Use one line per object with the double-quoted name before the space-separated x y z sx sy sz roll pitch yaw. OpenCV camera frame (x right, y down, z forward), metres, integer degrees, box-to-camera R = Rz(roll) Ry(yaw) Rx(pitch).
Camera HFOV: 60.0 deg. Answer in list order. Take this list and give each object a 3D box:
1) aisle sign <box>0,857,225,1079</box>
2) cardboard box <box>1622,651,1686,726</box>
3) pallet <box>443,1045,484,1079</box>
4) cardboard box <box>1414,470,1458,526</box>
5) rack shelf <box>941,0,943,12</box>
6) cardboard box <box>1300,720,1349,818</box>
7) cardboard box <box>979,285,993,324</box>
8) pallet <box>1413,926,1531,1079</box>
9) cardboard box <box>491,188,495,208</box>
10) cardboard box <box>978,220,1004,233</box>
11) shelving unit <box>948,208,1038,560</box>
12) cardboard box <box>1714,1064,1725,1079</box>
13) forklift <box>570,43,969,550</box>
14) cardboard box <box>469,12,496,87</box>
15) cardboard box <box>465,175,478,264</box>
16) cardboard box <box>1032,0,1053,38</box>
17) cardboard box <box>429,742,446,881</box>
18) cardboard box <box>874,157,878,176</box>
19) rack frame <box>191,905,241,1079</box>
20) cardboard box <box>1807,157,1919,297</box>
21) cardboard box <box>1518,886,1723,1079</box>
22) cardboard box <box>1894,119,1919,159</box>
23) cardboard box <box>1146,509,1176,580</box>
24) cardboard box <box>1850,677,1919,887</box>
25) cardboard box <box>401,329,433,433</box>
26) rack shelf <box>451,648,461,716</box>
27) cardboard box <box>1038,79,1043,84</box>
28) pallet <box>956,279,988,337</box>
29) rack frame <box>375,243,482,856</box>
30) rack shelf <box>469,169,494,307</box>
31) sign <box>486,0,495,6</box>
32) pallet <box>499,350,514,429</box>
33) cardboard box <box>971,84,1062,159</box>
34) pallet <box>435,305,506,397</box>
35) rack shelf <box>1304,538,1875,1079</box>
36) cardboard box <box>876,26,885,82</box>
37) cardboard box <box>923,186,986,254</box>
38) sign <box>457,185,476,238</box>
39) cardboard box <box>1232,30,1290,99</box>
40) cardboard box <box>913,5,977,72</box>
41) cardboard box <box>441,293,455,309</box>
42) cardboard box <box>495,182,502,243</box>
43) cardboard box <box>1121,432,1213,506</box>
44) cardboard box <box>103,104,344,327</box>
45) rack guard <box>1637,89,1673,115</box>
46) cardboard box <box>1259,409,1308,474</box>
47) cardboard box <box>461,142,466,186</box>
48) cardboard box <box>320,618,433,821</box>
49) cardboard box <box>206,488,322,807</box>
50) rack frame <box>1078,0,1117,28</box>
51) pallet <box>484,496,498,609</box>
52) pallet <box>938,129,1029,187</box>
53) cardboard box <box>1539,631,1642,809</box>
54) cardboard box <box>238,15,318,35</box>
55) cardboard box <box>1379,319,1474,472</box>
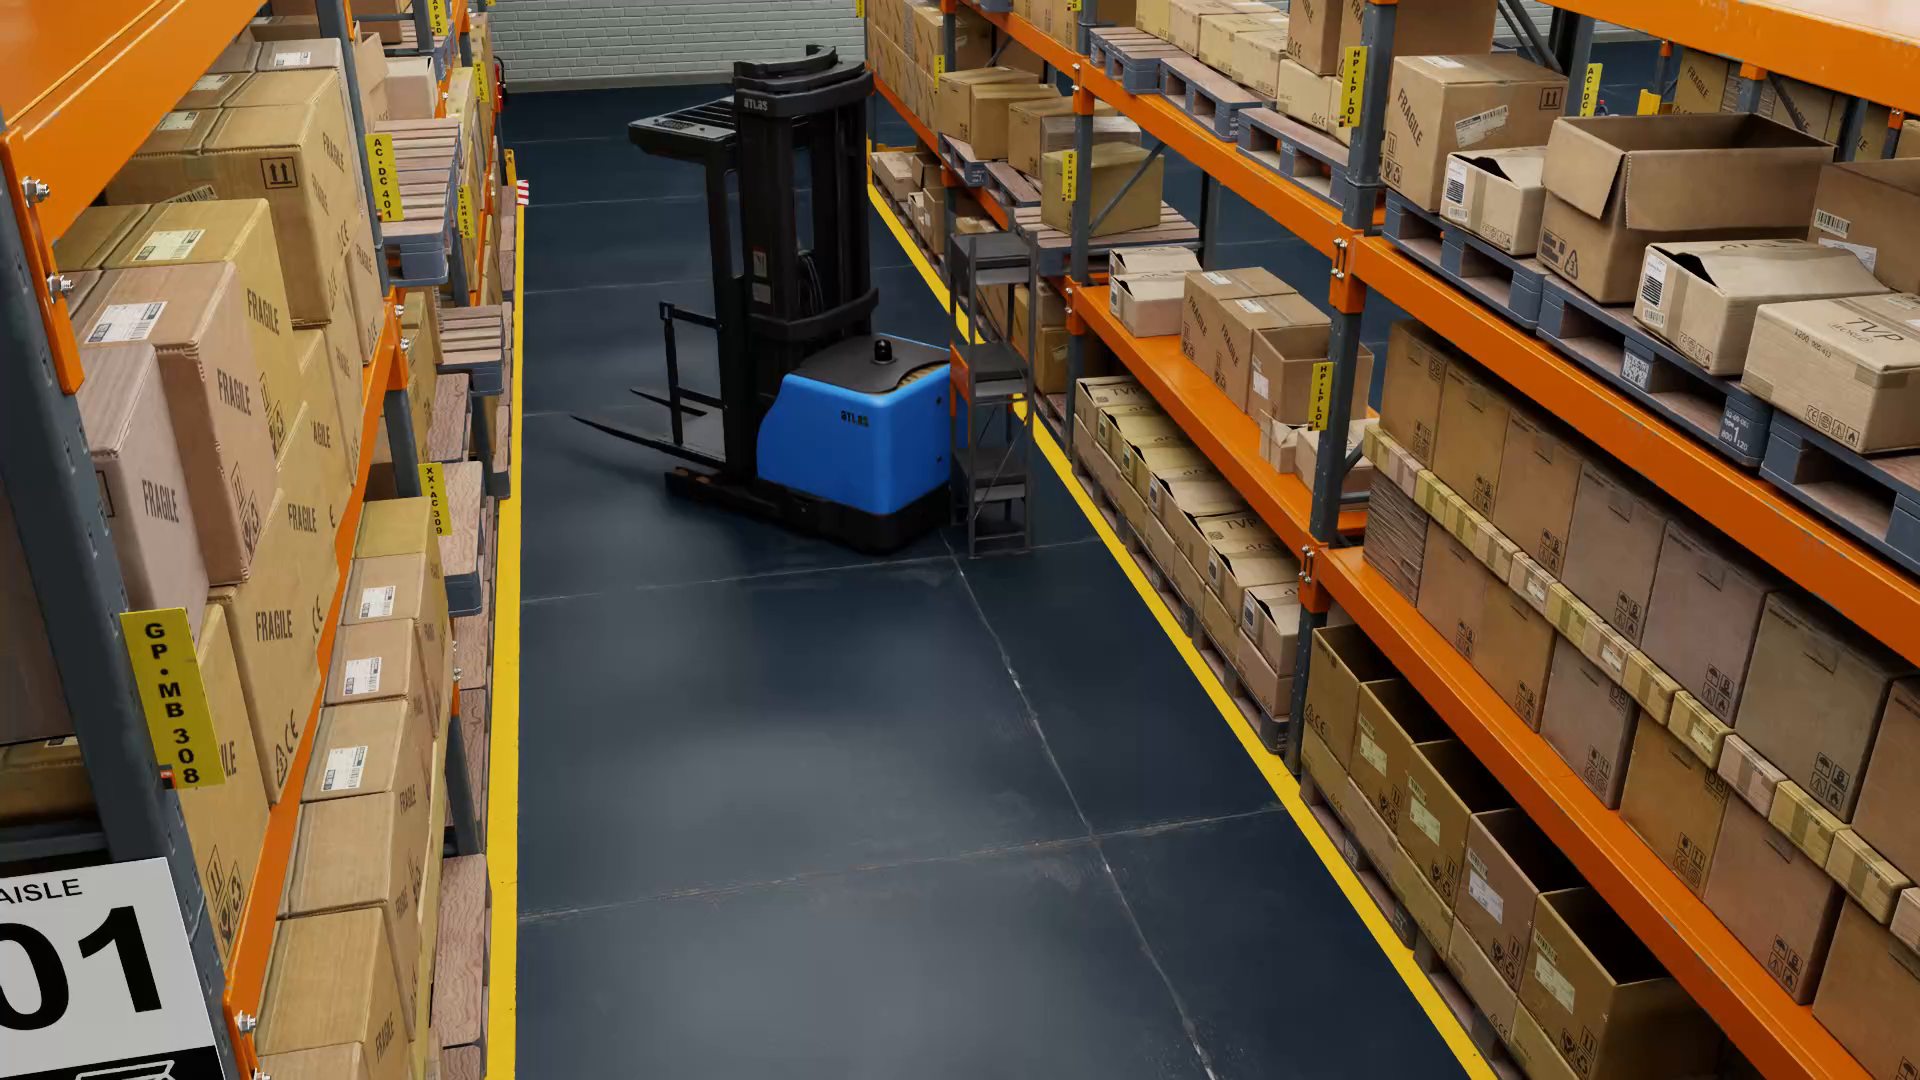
"aisle sign" -1.461 0.879 2.794 0.394 0.787 0.004 -6 27 -12
"cardboard box" 2.491 0.483 5.634 0.380 0.149 0.250 -5 27 -10
"pallet" -2.207 2.355 5.850 1.003 0.211 1.213 -6 27 -12
"cardboard box" 2.143 -0.195 6.977 0.380 0.149 0.250 -7 28 -13
"rack shelf" -0.099 -5.630 16.045 1.077 0.370 4.000 -6 27 -12
"cardboard box" 1.964 1.052 7.922 0.500 0.250 0.500 -6 27 -12
"cardboard box" 0.460 -2.124 13.916 0.500 0.500 0.500 -6 27 -11
"pallet" 2.571 1.913 6.726 1.003 0.211 1.213 -6 27 -12
"cardboard box" -4.442 -3.098 15.148 0.380 0.149 0.250 -5 27 -10
"cardboard box" 0.449 -2.473 13.775 0.500 0.250 0.500 -6 27 -11
"shelving unit" 0.194 -0.940 10.281 0.431 2.100 0.503 -6 27 -12
"cardboard box" 2.923 1.877 6.288 0.500 0.250 0.500 -6 27 -12
"forklift" -1.401 -1.750 10.965 3.031 2.935 1.130 18 32 31
"cardboard box" -5.251 -4.897 16.790 0.980 0.700 0.700 -5 27 -9
"cardboard box" -3.541 -2.130 11.178 0.500 0.500 0.500 -5 27 -10
"cardboard box" 1.007 -3.774 11.458 0.910 0.500 0.500 -6 27 -12
"cardboard box" -2.036 0.956 5.670 0.500 0.250 0.500 -6 27 -12
"cardboard box" -0.734 -4.093 18.187 0.380 0.166 0.250 -6 27 -12
"rack frame" -1.770 2.038 3.382 1.000 3.000 0.127 -6 27 -12
"cardboard box" 2.948 -0.857 5.057 0.500 0.500 0.500 -6 27 -12
"cardboard box" 2.405 1.596 6.012 0.500 0.500 0.500 -6 27 -12
"cardboard box" 10.168 -3.699 16.641 1.225 0.875 0.875 -6 27 -11
"cardboard box" 1.437 -0.005 10.017 0.500 0.250 0.500 -5 27 -11
"cardboard box" 2.951 0.681 4.522 0.700 0.500 0.500 -6 27 -11
"cardboard box" -3.050 -0.717 8.243 0.700 0.500 0.500 -2 27 -5
"rack shelf" -2.220 1.482 5.284 1.077 0.370 4.000 -6 27 -12
"cardboard box" 0.502 -4.030 15.295 0.500 0.500 0.500 -5 27 -10
"pallet" 0.572 -2.136 14.748 1.003 0.211 1.213 -6 27 -12
"rack frame" -2.671 0.282 6.861 1.000 3.000 0.127 -6 27 -12
"rack shelf" -4.023 -2.030 12.242 1.077 0.370 4.000 -6 27 -12
"sign" -4.843 -5.657 17.081 0.100 0.325 0.005 -6 27 -12
"pallet" -3.948 -1.117 12.729 1.003 0.211 1.213 -6 27 -12
"cardboard box" 0.457 -3.440 13.660 0.700 0.500 0.500 -2 27 -3
"pallet" -3.308 -1.086 9.785 1.213 0.211 1.003 -6 27 -12
"rack shelf" 2.605 0.977 6.284 1.077 0.370 4.000 -6 27 -12
"cardboard box" -0.585 -5.087 17.389 0.500 0.500 0.500 -6 27 -12
"cardboard box" -0.053 -3.036 15.722 0.500 0.500 0.500 -6 27 -12
"sign" -3.046 -2.014 10.215 0.100 0.325 0.005 -6 27 -12
"cardboard box" 1.783 -2.527 8.800 0.500 0.250 0.500 -8 28 -16
"cardboard box" -0.133 -4.646 15.404 0.500 0.500 0.500 -6 27 -13
"cardboard box" -3.421 -1.538 10.726 0.380 0.149 0.250 -6 27 -12
"cardboard box" -4.766 -3.086 15.844 0.700 0.500 0.500 -5 27 -10
"cardboard box" 1.324 -0.475 10.325 0.500 0.311 0.500 -7 28 -13
"cardboard box" -2.032 -0.896 4.625 0.500 0.500 0.500 -7 28 -13
"rack guard" 9.097 -5.389 20.872 1.175 0.500 0.348 -6 27 -12
"cardboard box" 1.777 -0.530 8.619 0.396 0.266 0.258 -7 28 -13
"cardboard box" -3.545 -2.456 10.992 0.500 0.250 0.500 -6 27 -12
"cardboard box" -2.042 0.623 5.500 0.500 0.500 0.500 -7 28 -13
"cardboard box" -1.688 0.234 3.495 0.500 0.500 0.500 -4 27 -8
"rack frame" 1.253 -4.656 9.989 1.000 3.000 0.127 -6 27 -12
"pallet" -3.398 0.114 10.289 1.003 0.211 1.213 -6 27 -12
"pallet" 0.425 -3.287 14.146 1.003 0.211 1.213 -6 27 -12
"cardboard box" 2.612 0.604 6.114 0.700 0.500 0.500 -5 27 -10
"cardboard box" -3.634 -2.527 8.965 0.500 0.500 0.500 -6 27 -12
"cardboard box" 2.261 -0.652 7.162 0.700 0.500 0.500 -6 27 -11
